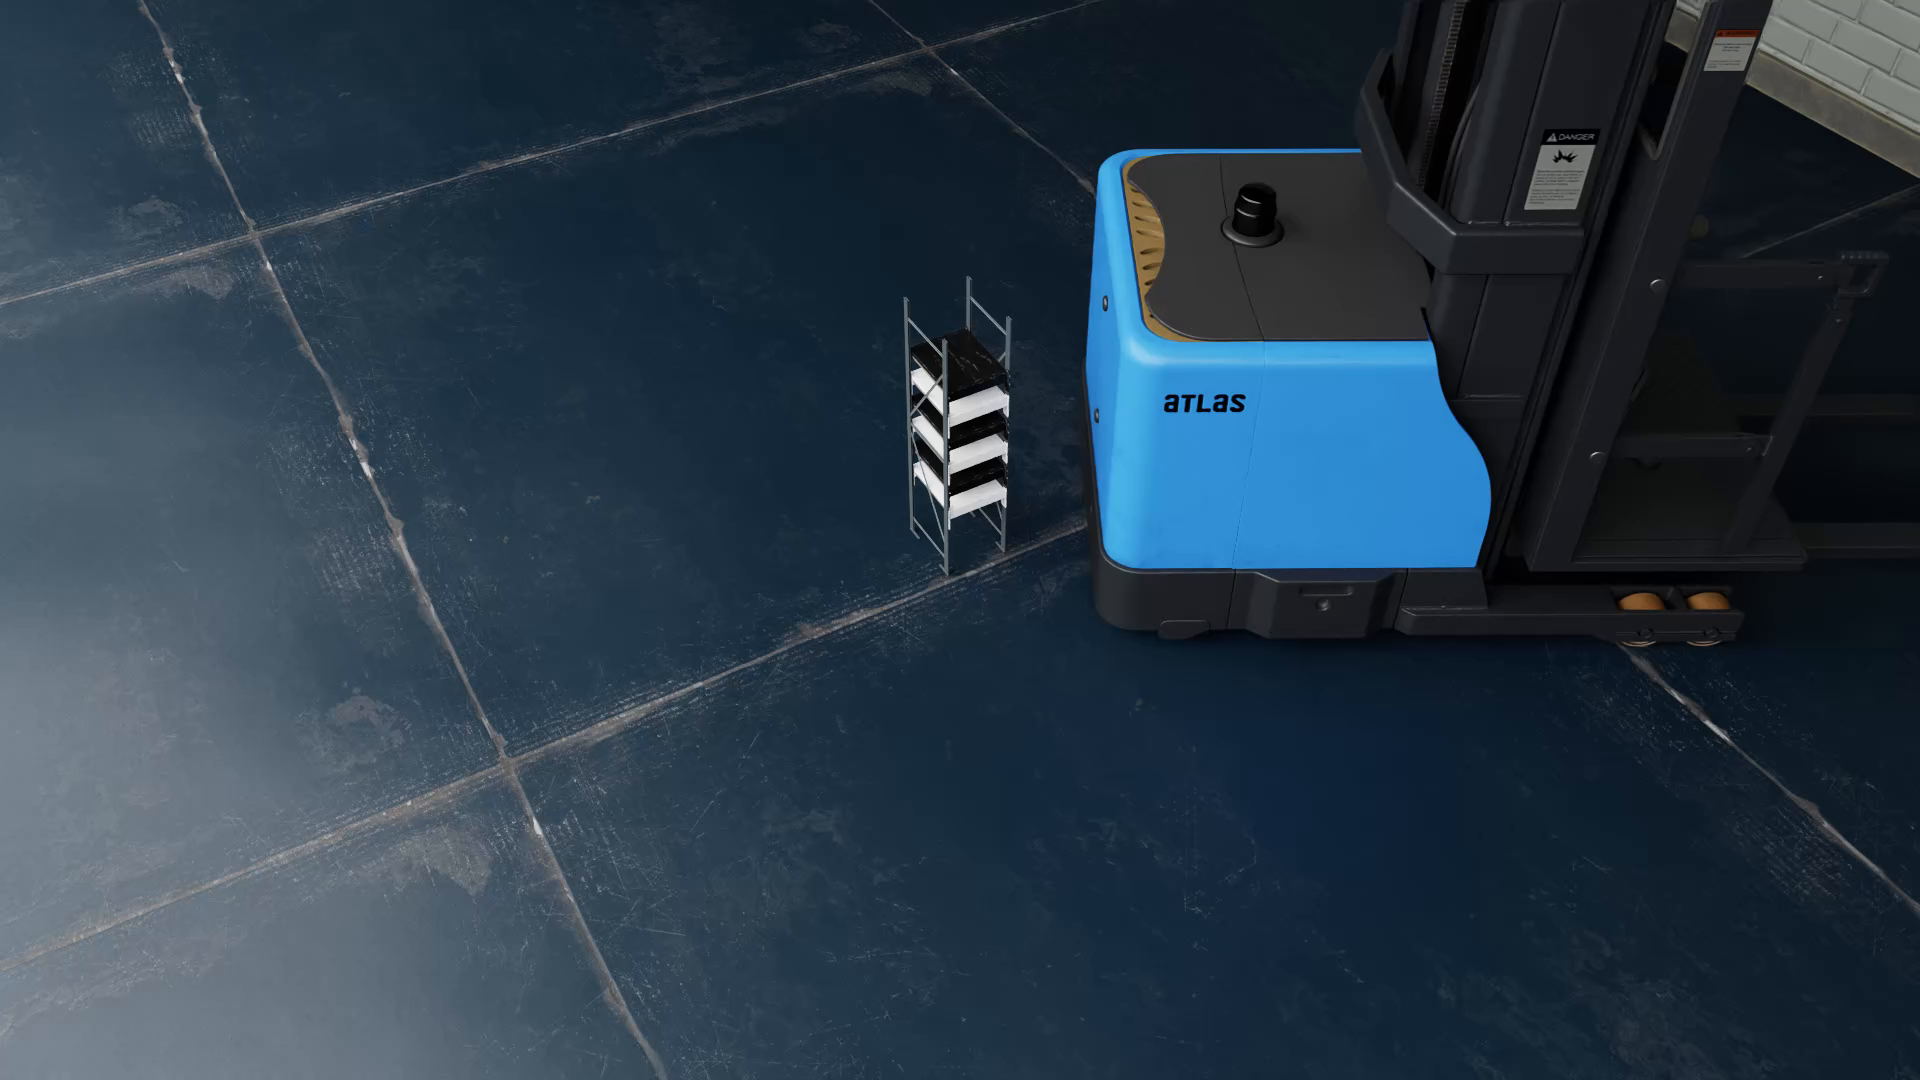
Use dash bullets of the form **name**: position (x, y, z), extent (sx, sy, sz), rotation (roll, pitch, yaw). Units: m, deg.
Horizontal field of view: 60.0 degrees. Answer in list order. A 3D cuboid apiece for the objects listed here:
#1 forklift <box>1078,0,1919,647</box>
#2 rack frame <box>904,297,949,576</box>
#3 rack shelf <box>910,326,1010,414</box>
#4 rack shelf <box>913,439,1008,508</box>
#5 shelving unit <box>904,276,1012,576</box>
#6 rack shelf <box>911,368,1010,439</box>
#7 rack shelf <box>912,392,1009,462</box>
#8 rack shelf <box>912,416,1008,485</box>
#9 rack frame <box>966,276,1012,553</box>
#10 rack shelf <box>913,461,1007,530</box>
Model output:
- **forklift**: position (1.913, -1.109, 4.288), extent (3.031, 2.935, 1.130), rotation (0, 44, 0)
- **rack frame**: position (-0.095, -0.285, 4.897), extent (0.006, 0.900, 0.240), rotation (-22, 48, -21)
- **rack shelf**: position (-0.007, -0.490, 4.769), extent (0.200, 0.077, 0.258), rotation (-22, 48, -21)
- **rack shelf**: position (-0.007, -0.232, 5.020), extent (0.200, 0.077, 0.258), rotation (-22, 48, -21)
- **shelving unit**: position (-0.007, -0.320, 4.934), extent (0.210, 0.900, 0.258), rotation (-22, 48, -21)
- **rack shelf**: position (-0.007, -0.425, 4.832), extent (0.200, 0.077, 0.258), rotation (-22, 48, -21)
- **rack shelf**: position (-0.007, -0.361, 4.894), extent (0.200, 0.077, 0.258), rotation (-22, 48, -21)
- **rack shelf**: position (-0.007, -0.296, 4.957), extent (0.200, 0.077, 0.258), rotation (-22, 48, -21)
- **rack frame**: position (0.081, -0.355, 4.970), extent (0.006, 0.900, 0.240), rotation (-22, 48, -21)
- **rack shelf**: position (-0.007, -0.167, 5.082), extent (0.200, 0.077, 0.258), rotation (-22, 48, -21)
